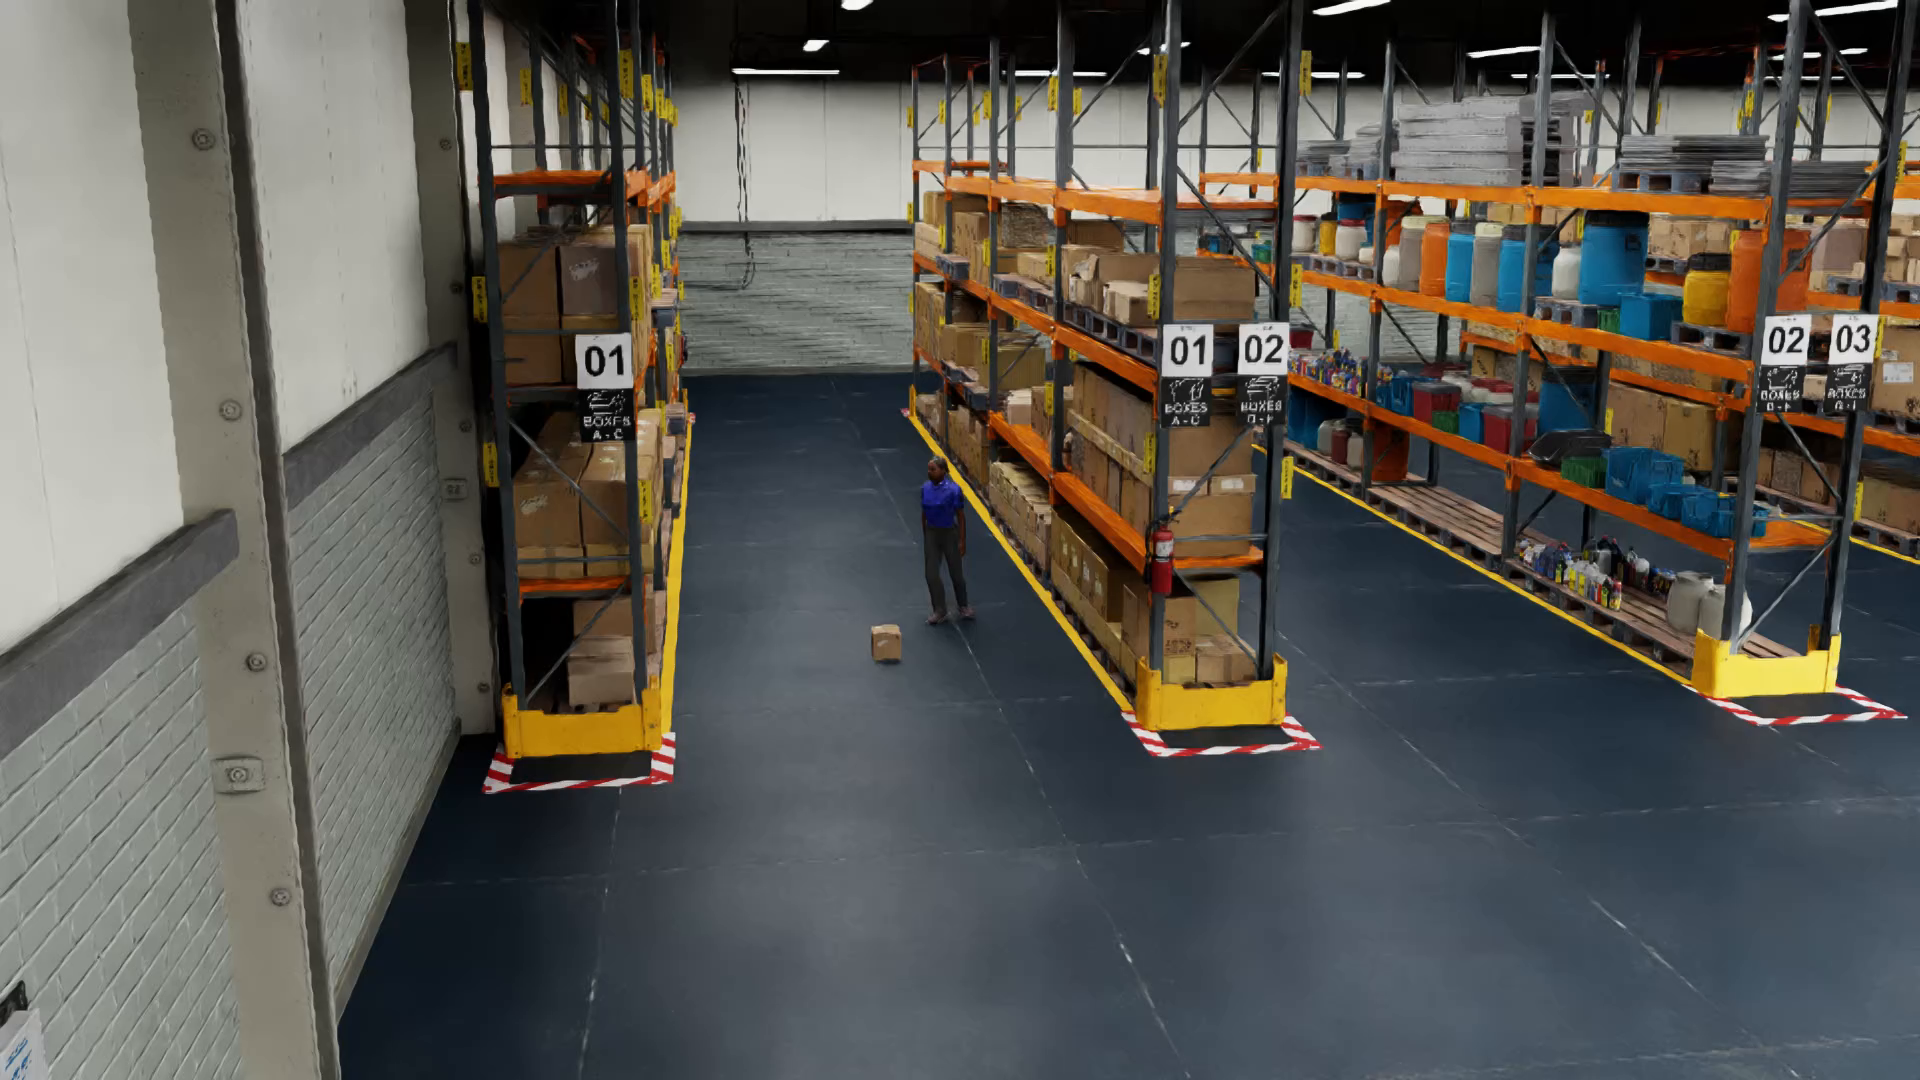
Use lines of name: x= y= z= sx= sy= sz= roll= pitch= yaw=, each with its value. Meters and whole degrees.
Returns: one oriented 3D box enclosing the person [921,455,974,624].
person: x=-0.125 y=-0.030 z=16.129 sx=0.499 sy=1.648 sz=0.537 roll=6 pitch=14 yaw=23
